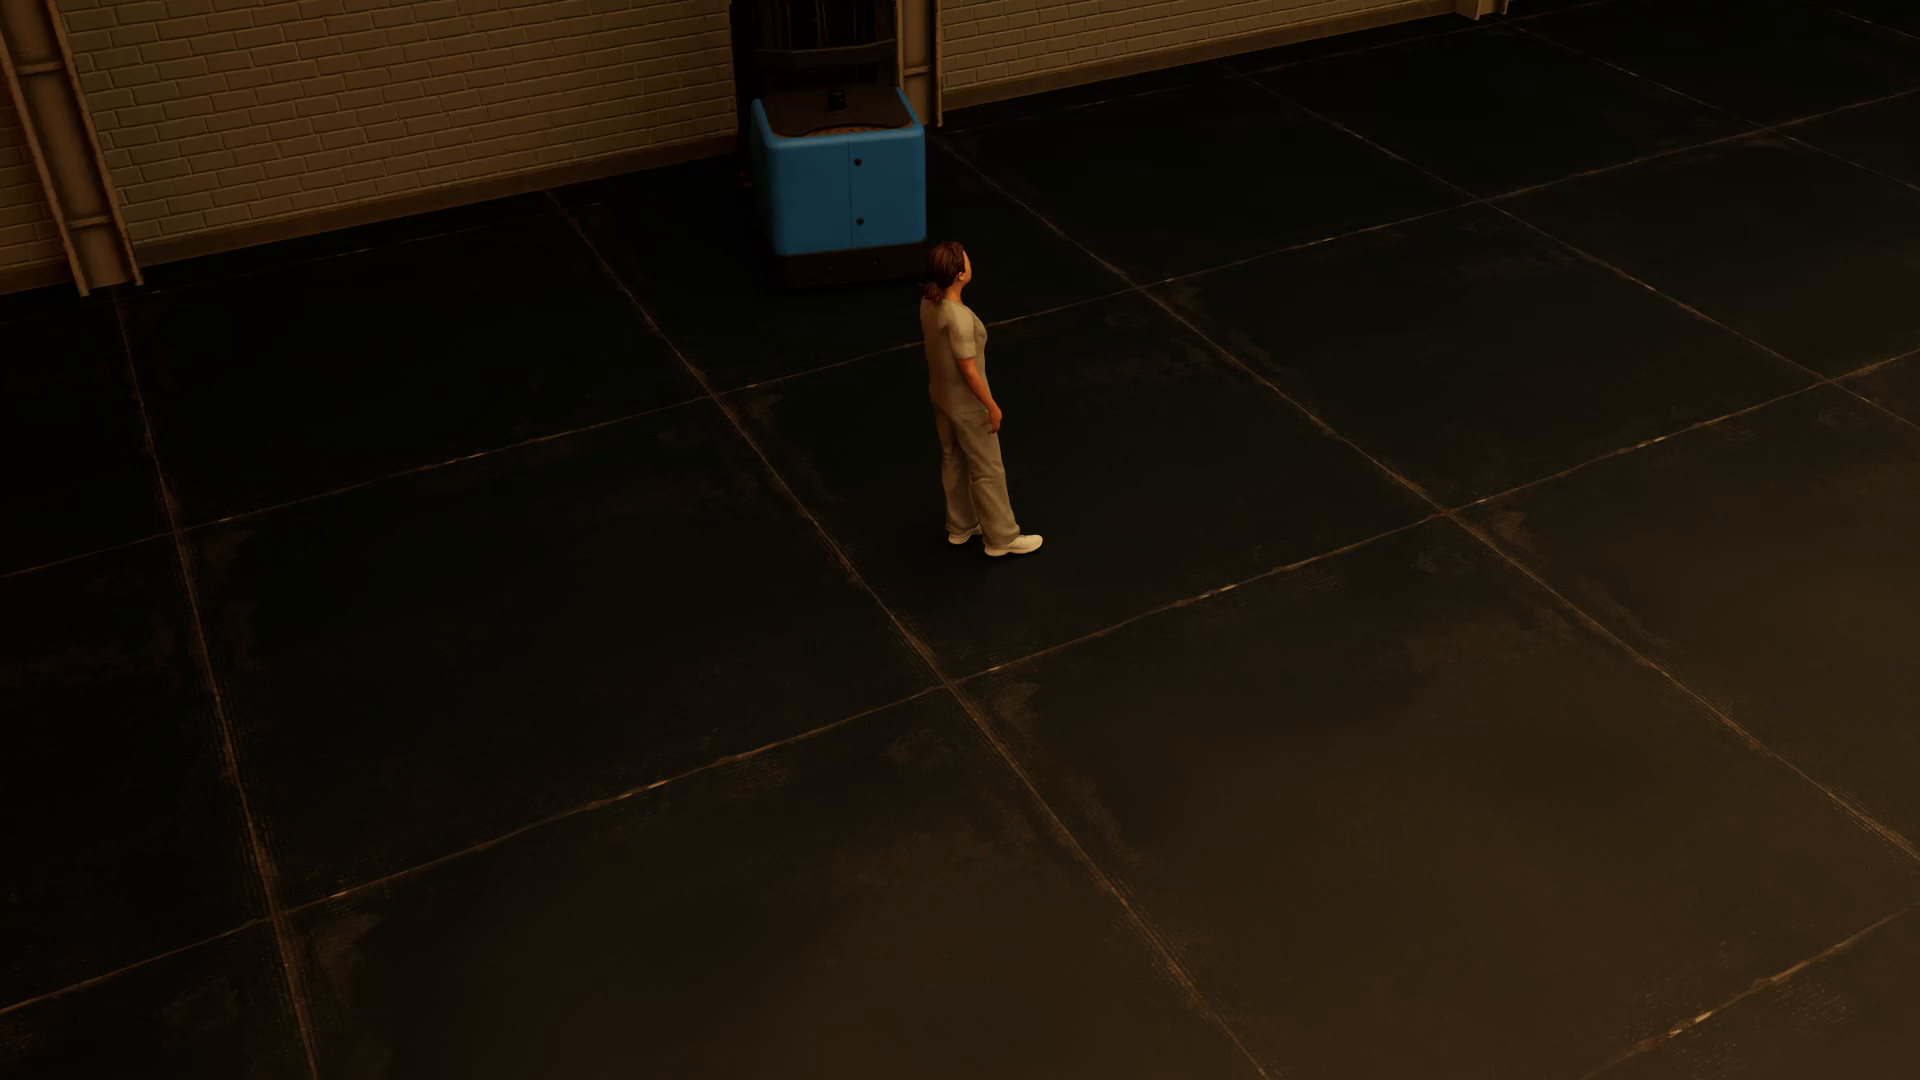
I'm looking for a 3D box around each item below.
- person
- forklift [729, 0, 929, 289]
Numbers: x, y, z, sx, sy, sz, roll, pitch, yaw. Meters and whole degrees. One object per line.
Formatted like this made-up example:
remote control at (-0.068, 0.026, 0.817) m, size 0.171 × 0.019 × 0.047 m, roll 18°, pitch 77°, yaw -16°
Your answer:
person at (0.071, -0.703, 8.192) m, size 0.549 × 1.675 × 0.549 m, roll -17°, pitch 39°, yaw -23°
forklift at (-1.036, -3.679, 11.328) m, size 1.130 × 2.935 × 3.031 m, roll -8°, pitch 36°, yaw -11°
